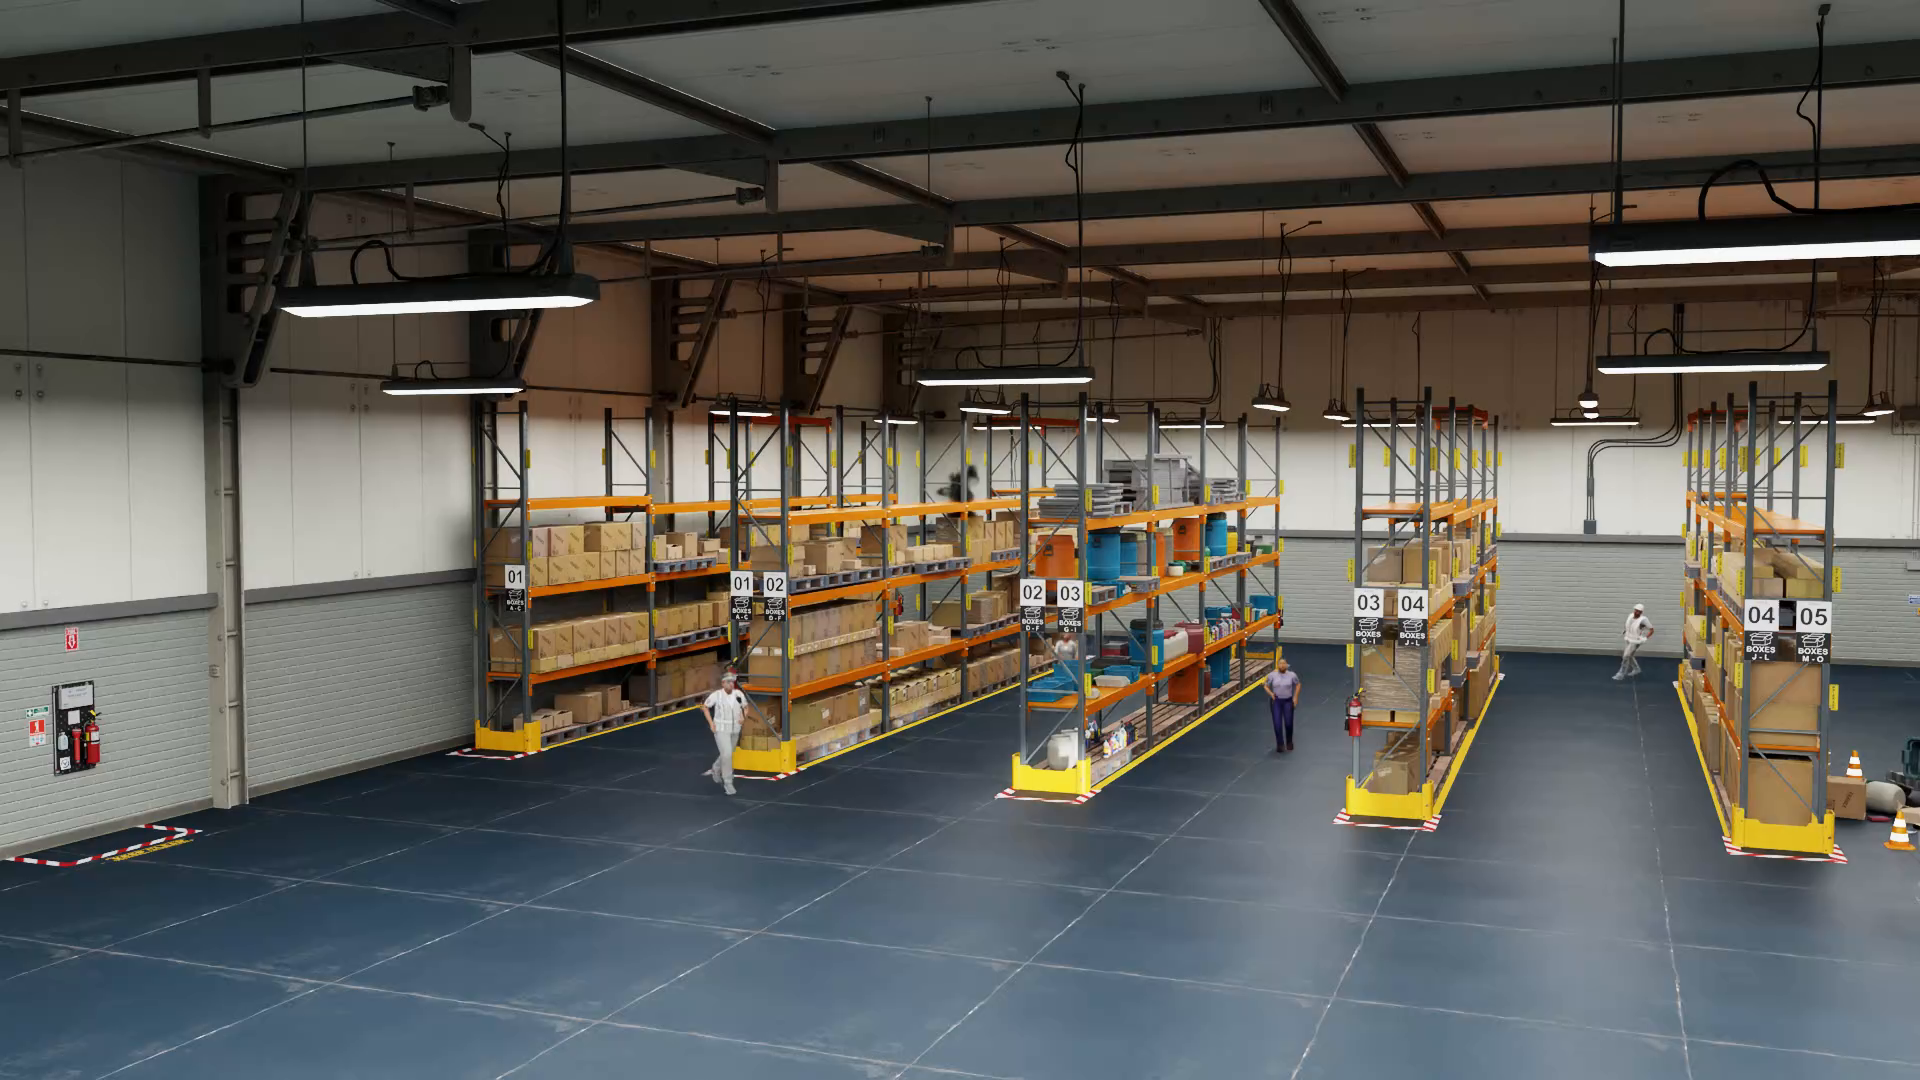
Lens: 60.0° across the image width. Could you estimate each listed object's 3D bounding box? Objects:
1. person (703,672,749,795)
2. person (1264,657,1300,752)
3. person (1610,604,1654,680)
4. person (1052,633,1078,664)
[{"bbox_3d":[-3.512,2.877,25.148,0.671,1.800,0.895,-2,3,-37],"label":"person"},{"bbox_3d":[5.483,2.819,28.337,0.612,1.609,0.562,1,3,12],"label":"person"},{"bbox_3d":[15.220,2.304,37.528,0.846,1.751,0.749,-1,3,-22],"label":"person"},{"bbox_3d":[2.114,2.569,33.245,0.541,1.574,0.867,0,3,6],"label":"person"}]
